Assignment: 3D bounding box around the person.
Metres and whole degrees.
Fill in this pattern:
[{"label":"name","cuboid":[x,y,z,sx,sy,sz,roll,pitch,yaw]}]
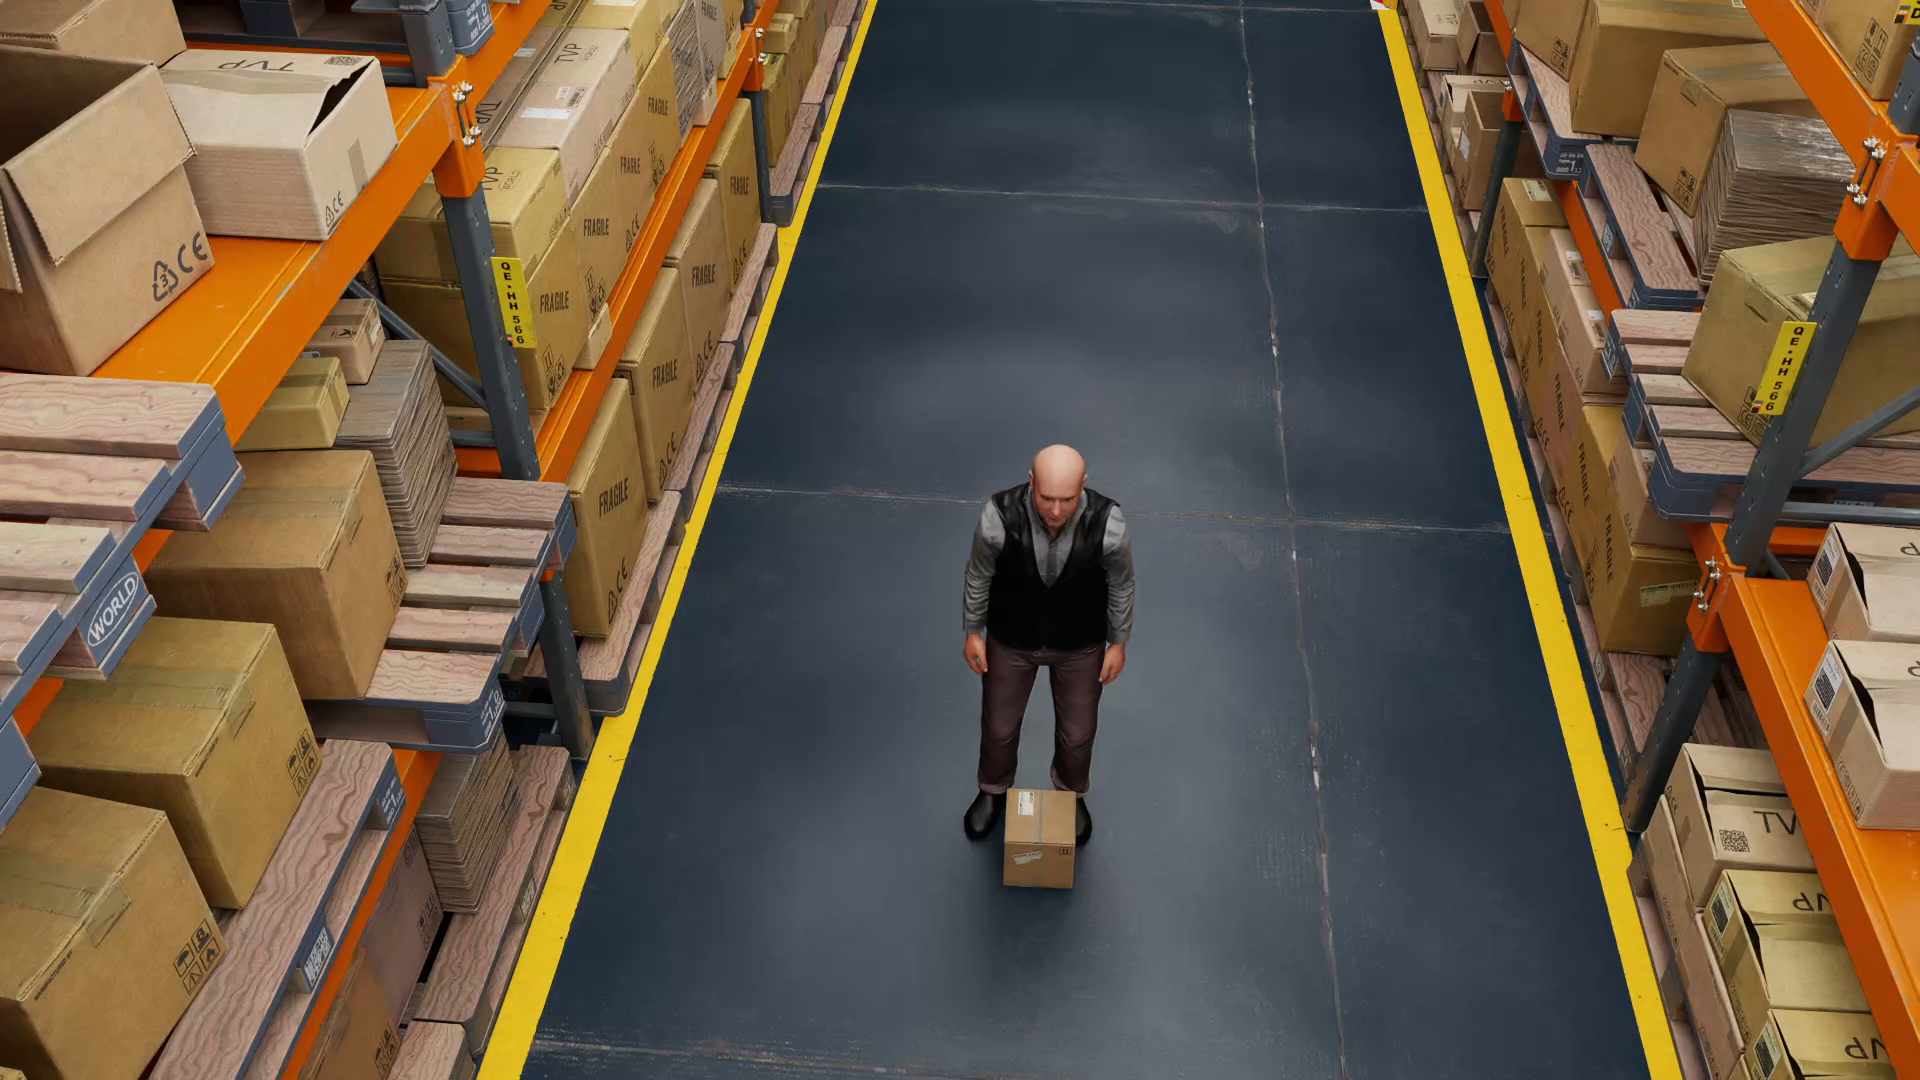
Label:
[{"label":"person","cuboid":[0.299,0.337,5.769,0.581,1.721,0.419,3,40,4]}]
